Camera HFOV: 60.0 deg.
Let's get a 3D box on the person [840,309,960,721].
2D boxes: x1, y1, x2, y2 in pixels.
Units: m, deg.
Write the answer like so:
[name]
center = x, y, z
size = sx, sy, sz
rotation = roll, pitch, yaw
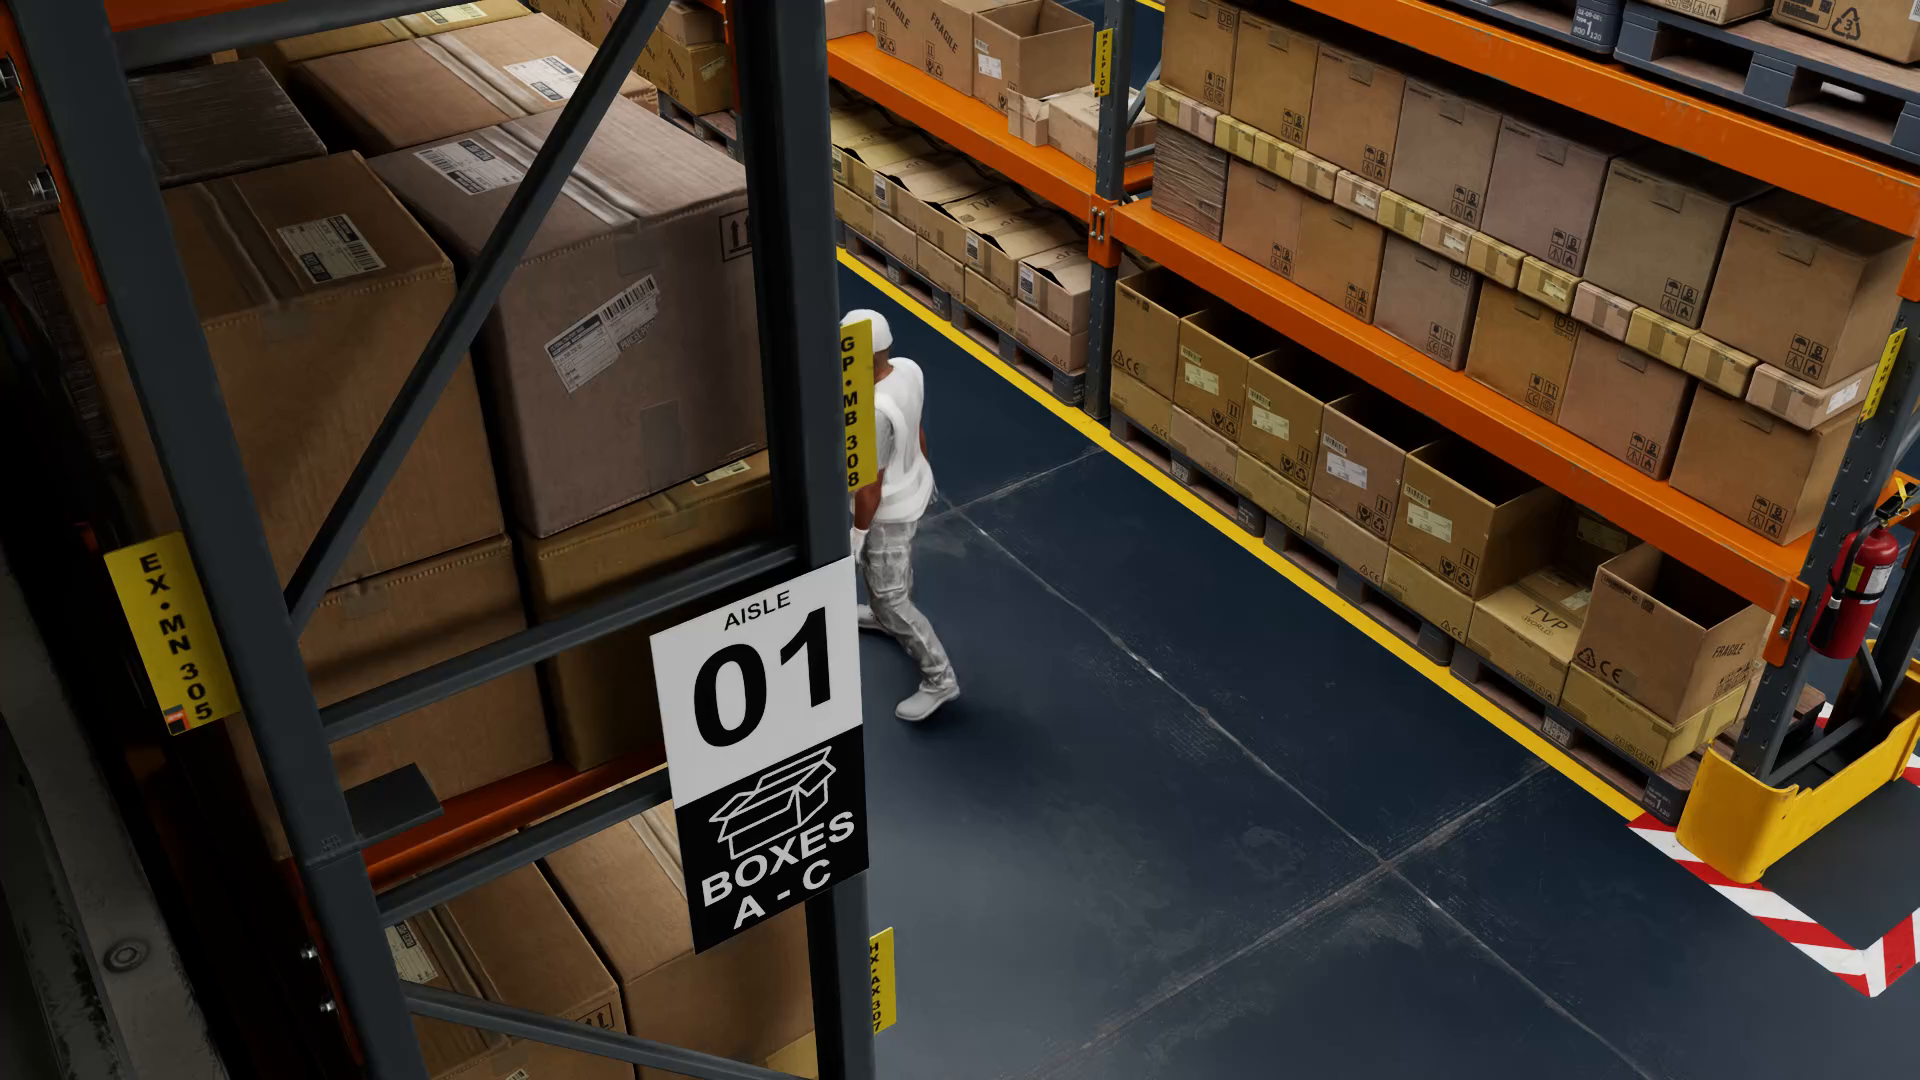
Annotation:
[person]
center = -0.284, -0.122, 7.017
size = 0.675, 1.774, 0.765
rotation = 7, 37, 10
